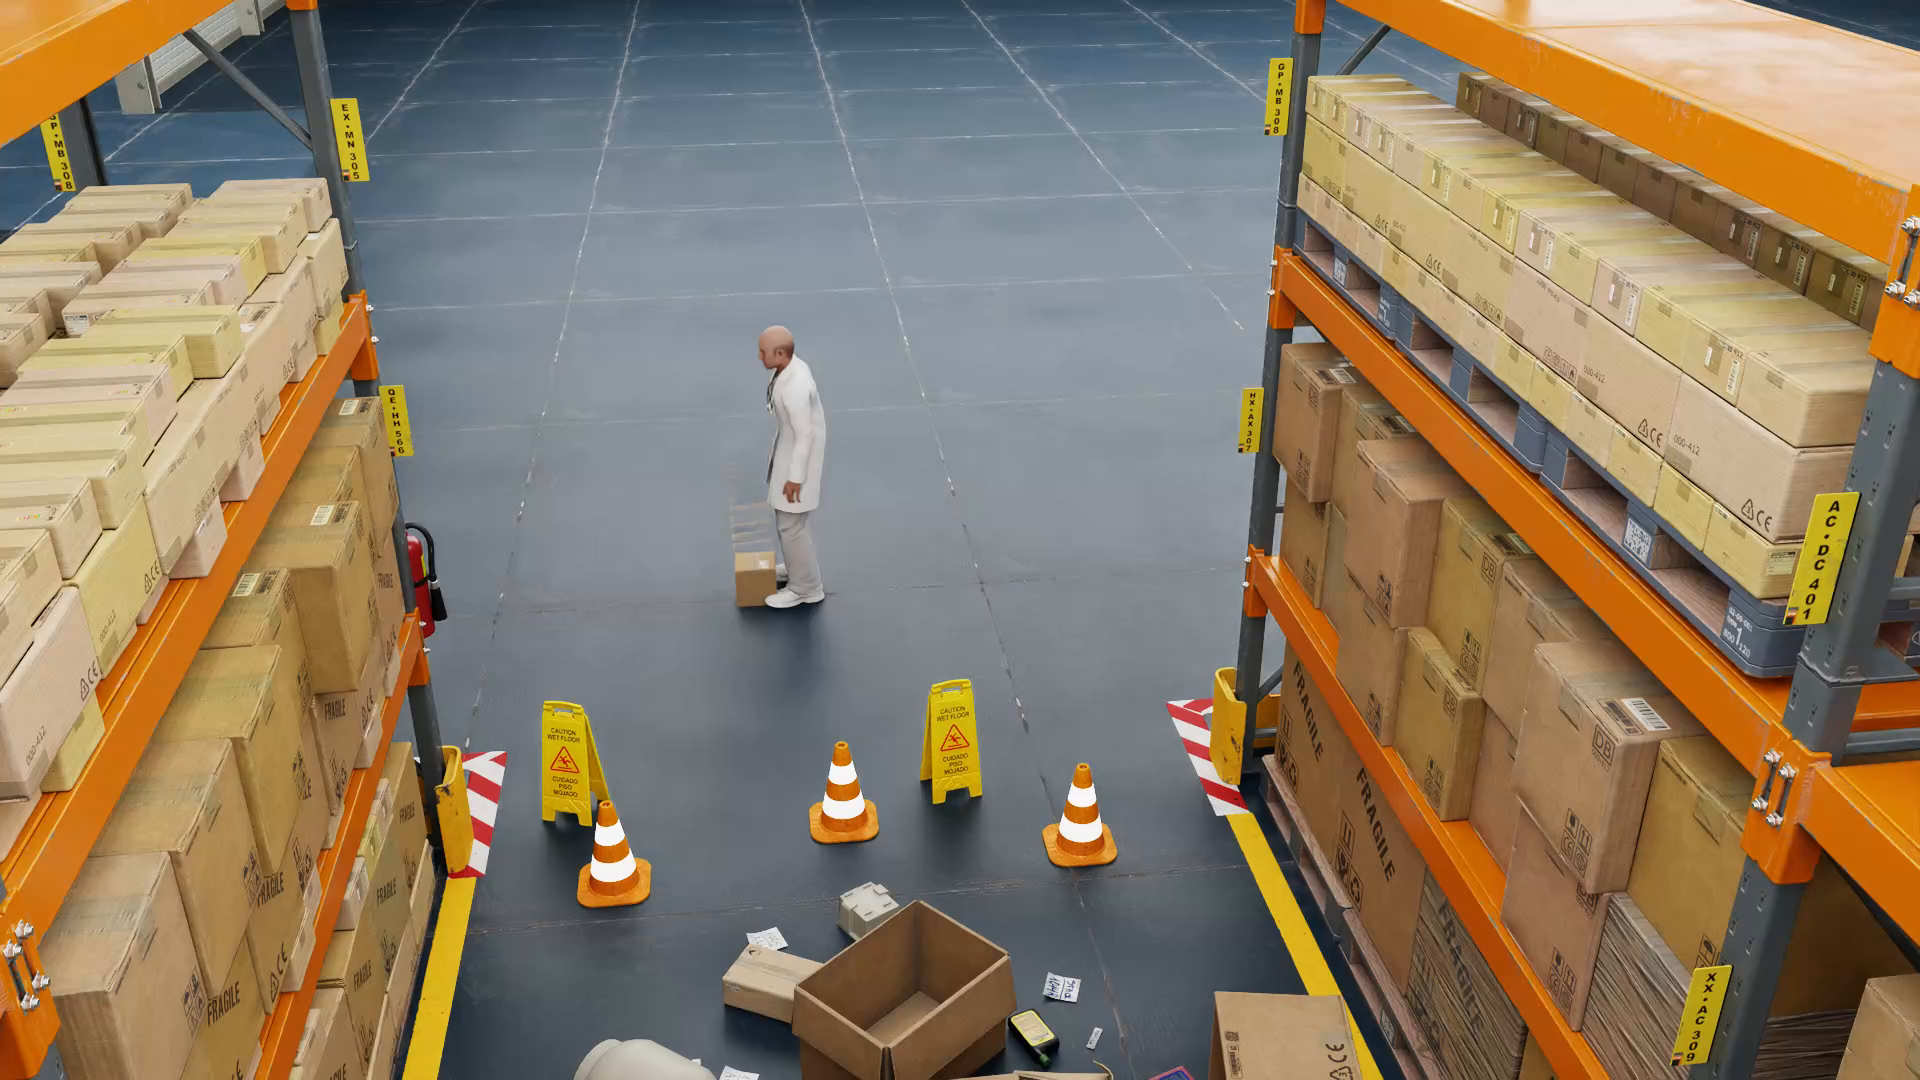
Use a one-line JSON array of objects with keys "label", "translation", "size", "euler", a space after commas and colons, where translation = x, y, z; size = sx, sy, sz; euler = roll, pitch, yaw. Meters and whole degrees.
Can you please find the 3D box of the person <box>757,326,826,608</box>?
[{"label": "person", "translation": [-1.018, -0.457, 10.032], "size": [0.428, 1.772, 0.641], "euler": [-5, 27, -9]}]
